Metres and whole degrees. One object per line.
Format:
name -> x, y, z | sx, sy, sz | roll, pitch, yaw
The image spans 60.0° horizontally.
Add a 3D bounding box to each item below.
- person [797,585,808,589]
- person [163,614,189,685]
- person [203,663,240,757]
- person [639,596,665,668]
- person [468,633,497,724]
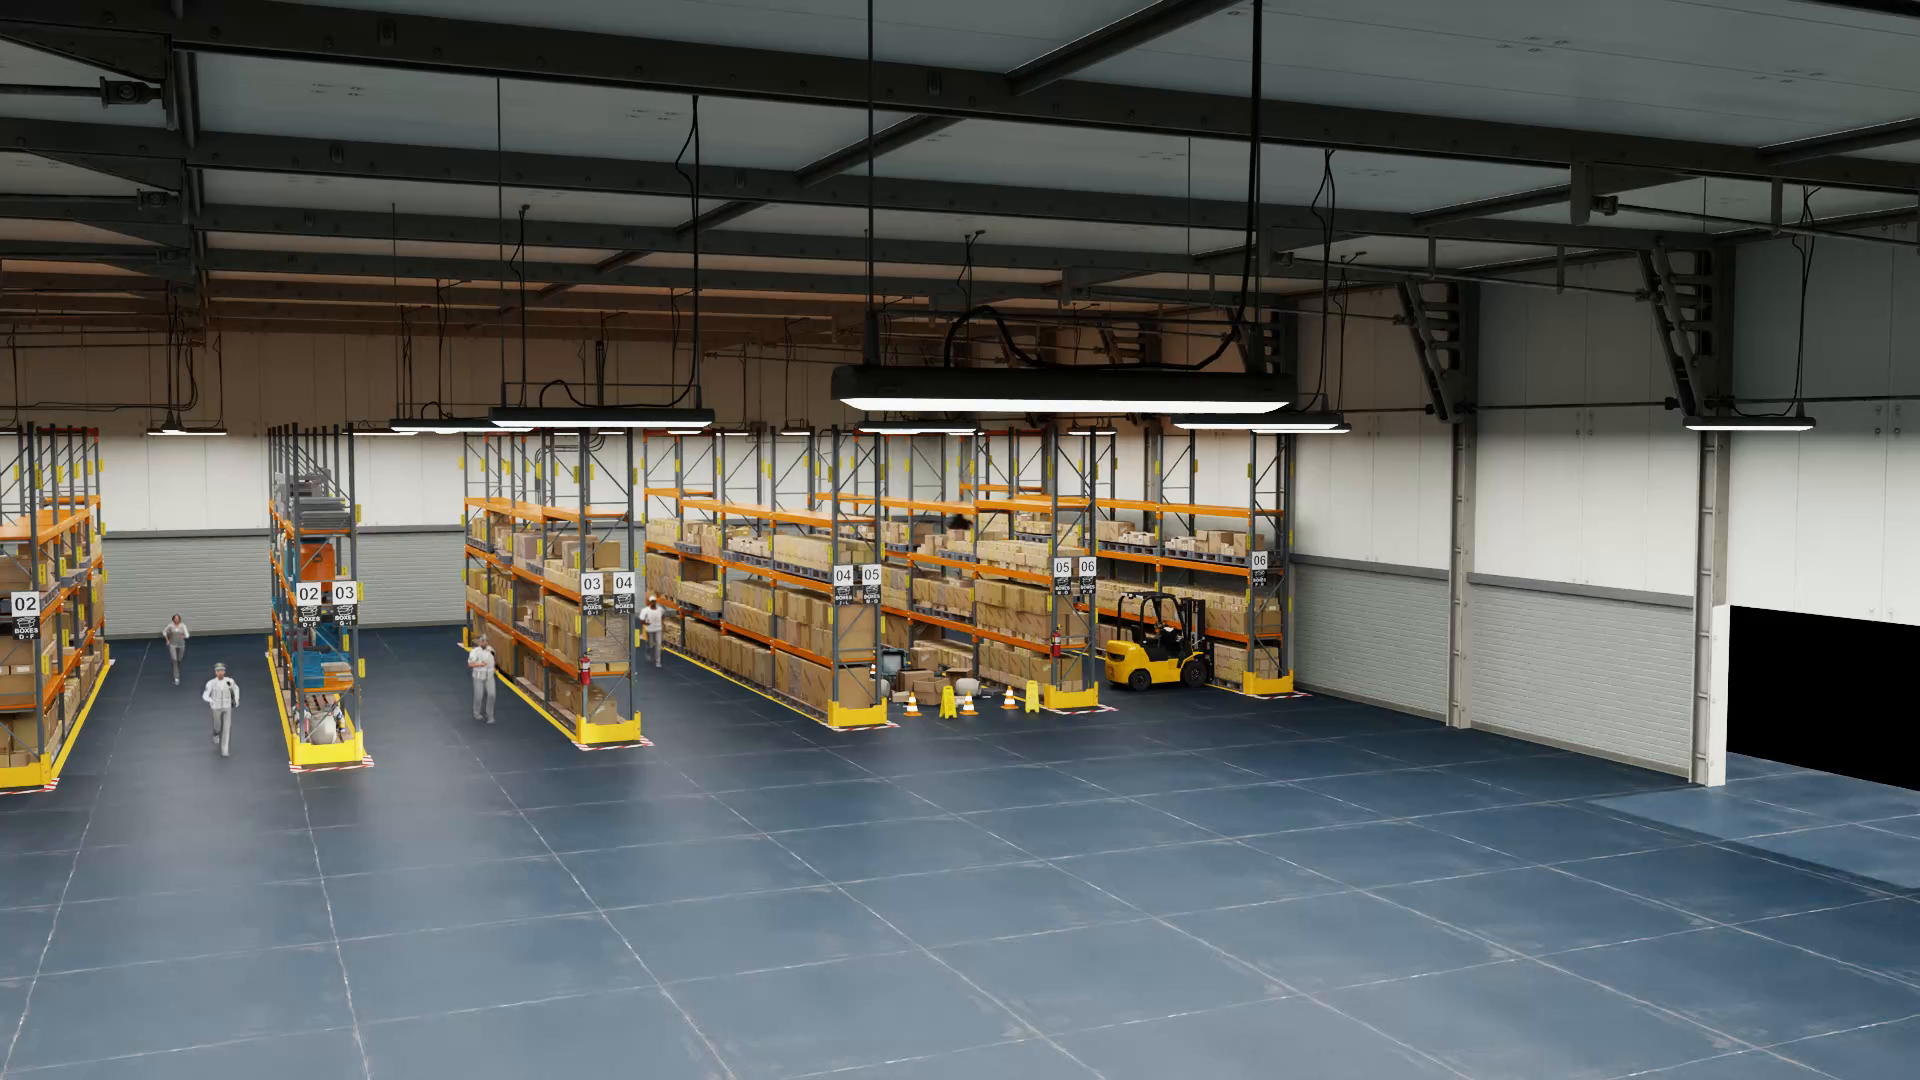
person -> -4.838, 1.692, 51.176 | 0.863, 1.779, 0.732 | 0, 3, 4
person -> -18.354, 2.534, 38.973 | 0.533, 1.629, 0.821 | -2, 4, -34
person -> -13.337, 3.046, 30.072 | 0.630, 1.656, 0.949 | -2, 4, -29
person -> -7.717, 2.285, 41.826 | 0.700, 1.772, 0.963 | -2, 4, -26
person -> -9.600, 2.797, 33.544 | 0.651, 1.843, 0.740 | -2, 4, -35
